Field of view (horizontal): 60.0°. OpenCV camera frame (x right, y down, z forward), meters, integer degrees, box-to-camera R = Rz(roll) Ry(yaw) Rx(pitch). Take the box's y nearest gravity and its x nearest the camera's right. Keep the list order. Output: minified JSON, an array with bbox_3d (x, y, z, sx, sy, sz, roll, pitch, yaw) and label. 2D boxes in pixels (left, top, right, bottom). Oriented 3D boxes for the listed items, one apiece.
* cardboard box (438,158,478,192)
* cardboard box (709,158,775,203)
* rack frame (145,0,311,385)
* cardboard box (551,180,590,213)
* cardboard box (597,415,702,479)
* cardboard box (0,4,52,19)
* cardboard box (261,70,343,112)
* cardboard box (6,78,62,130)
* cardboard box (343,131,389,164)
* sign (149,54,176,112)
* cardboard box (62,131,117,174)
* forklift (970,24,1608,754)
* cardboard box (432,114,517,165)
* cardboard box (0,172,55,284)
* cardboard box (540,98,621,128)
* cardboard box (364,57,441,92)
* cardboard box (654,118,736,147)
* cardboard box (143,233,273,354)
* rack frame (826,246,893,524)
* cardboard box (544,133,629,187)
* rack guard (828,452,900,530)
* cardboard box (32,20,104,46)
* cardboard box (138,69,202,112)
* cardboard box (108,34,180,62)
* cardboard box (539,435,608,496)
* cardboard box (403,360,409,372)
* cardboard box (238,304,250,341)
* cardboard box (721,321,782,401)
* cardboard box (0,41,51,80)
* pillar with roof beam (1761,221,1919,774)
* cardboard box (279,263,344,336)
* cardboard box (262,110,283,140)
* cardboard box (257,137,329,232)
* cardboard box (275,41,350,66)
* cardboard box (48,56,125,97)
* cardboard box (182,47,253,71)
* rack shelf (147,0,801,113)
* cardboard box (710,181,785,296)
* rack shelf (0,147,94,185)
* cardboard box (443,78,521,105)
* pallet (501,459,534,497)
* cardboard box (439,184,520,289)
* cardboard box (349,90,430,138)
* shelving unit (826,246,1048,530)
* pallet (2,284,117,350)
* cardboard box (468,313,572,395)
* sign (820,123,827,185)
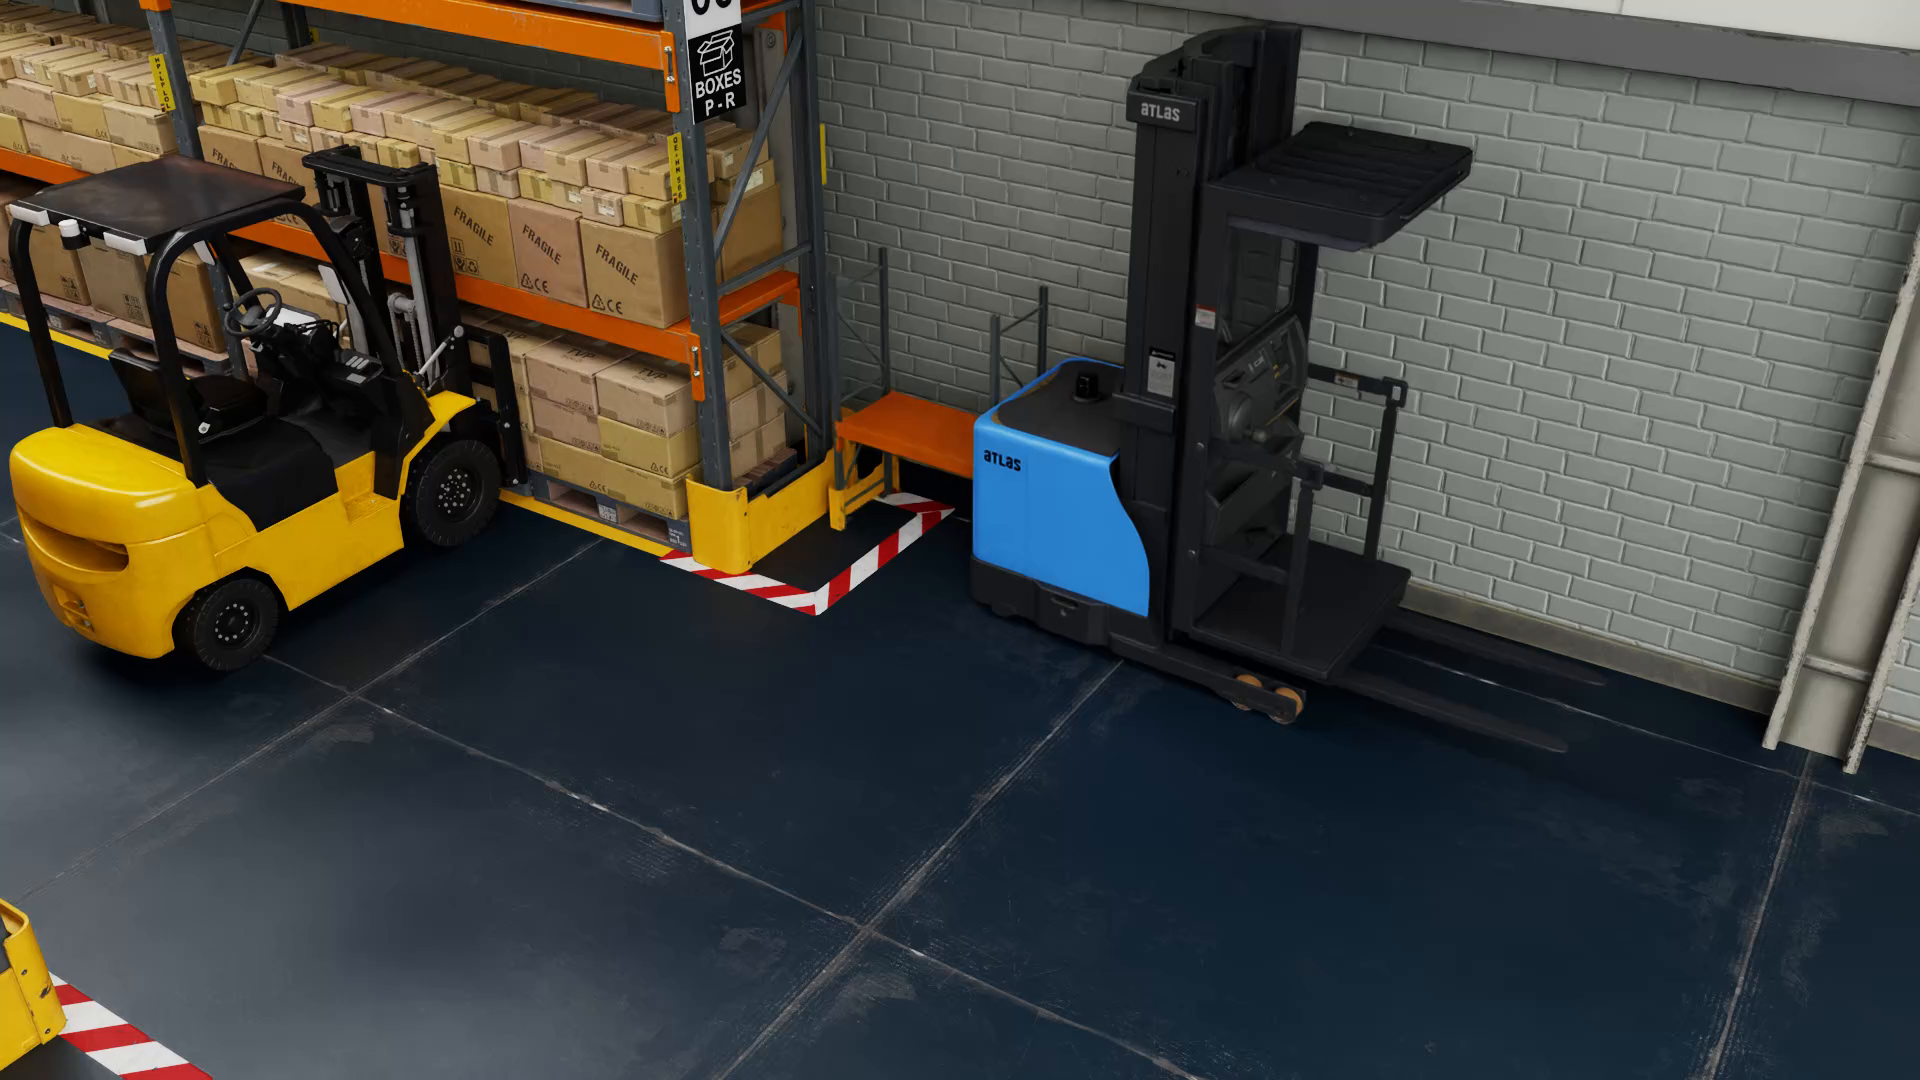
[{"bbox_3d":[-2.589,-2.028,9.007,0.250,0.149,0.380,18,35,28],"label":"cardboard box"},{"bbox_3d":[-1.196,-1.924,8.827,0.250,0.149,0.380,17,34,26],"label":"cardboard box"},{"bbox_3d":[-4.435,-2.470,10.507,0.127,3.000,1.000,18,35,27],"label":"rack frame"},{"bbox_3d":[-1.909,-1.847,8.696,0.250,0.149,0.380,18,35,28],"label":"cardboard box"},{"bbox_3d":[-1.625,-0.605,9.126,0.500,0.250,0.500,17,34,27],"label":"cardboard box"},{"bbox_3d":[-6.726,-3.711,11.891,0.250,0.149,0.380,17,34,26],"label":"cardboard box"},{"bbox_3d":[-3.832,-2.614,9.716,0.250,0.149,0.380,17,34,26],"label":"cardboard box"},{"bbox_3d":[-5.856,-2.918,10.928,0.500,0.250,0.500,18,35,28],"label":"cardboard box"},{"bbox_3d":[-3.236,-2.241,9.371,0.250,0.149,0.380,16,34,26],"label":"cardboard box"},{"bbox_3d":[-4.715,-2.702,9.834,0.005,0.325,0.100,18,35,27],"label":"sign"},{"bbox_3d":[-5.429,-2.561,10.812,0.500,0.250,0.500,17,34,27],"label":"cardboard box"},{"bbox_3d":[1.558,-0.713,7.564,3.031,2.935,1.130,19,35,29],"label":"forklift"},{"bbox_3d":[-2.596,-2.156,8.930,0.250,0.149,0.380,18,35,28],"label":"cardboard box"},{"bbox_3d":[-6.744,-2.353,12.246,0.625,0.625,0.875,19,35,29],"label":"cardboard box"},{"bbox_3d":[-2.091,-2.313,9.200,0.250,0.149,0.380,19,35,29],"label":"cardboard box"},{"bbox_3d":[-3.337,-2.775,9.992,0.250,0.149,0.380,17,34,26],"label":"cardboard box"},{"bbox_3d":[-1.410,-2.130,8.885,0.250,0.149,0.380,19,35,29],"label":"cardboard box"},{"bbox_3d":[-4.882,-1.761,11.231,0.625,0.625,0.875,19,35,29],"label":"cardboard box"},{"bbox_3d":[-0.544,-0.833,9.190,0.032,1.500,0.500,19,35,29],"label":"rack frame"},{"bbox_3d":[-1.924,-1.968,8.608,0.250,0.149,0.380,18,35,28],"label":"cardboard box"},{"bbox_3d":[-0.543,-0.293,9.504,0.087,0.250,0.587,19,35,29],"label":"rack guard"},{"bbox_3d":[-6.129,-3.461,11.463,0.250,0.149,0.380,19,35,29],"label":"cardboard box"},{"bbox_3d":[-4.842,-2.790,10.313,0.250,0.149,0.380,19,35,29],"label":"cardboard box"},{"bbox_3d":[-5.453,-3.278,11.149,0.250,0.149,0.380,18,35,27],"label":"cardboard box"},{"bbox_3d":[-2.029,-0.521,9.478,0.500,0.250,0.500,18,35,27],"label":"cardboard box"},{"bbox_3d":[-2.914,-1.009,9.819,0.500,0.250,0.500,17,35,27],"label":"cardboard box"},{"bbox_3d":[-4.189,-1.418,10.521,0.500,0.250,0.500,17,34,27],"label":"cardboard box"},{"bbox_3d":[-1.353,-1.034,9.365,0.500,0.250,0.500,17,34,27],"label":"cardboard box"},{"bbox_3d":[-6.206,-3.158,10.943,0.250,0.149,0.380,17,34,26],"label":"cardboard box"},{"bbox_3d":[1.636,-1.116,2.233,0.400,9.000,9.100,18,35,27],"label":"pillar with roof beam"},{"bbox_3d":[-3.764,-1.491,10.149,0.500,0.250,0.500,18,35,27],"label":"cardboard box"},{"bbox_3d":[-3.849,-2.469,9.763,0.250,0.149,0.380,17,35,27],"label":"cardboard box"},{"bbox_3d":[-3.748,-2.151,9.860,0.500,0.500,0.500,18,35,28],"label":"cardboard box"},{"bbox_3d":[-4.004,-2.965,10.318,0.250,0.149,0.380,18,35,27],"label":"cardboard box"},{"bbox_3d":[-5.543,-2.954,10.593,0.250,0.149,0.380,16,34,26],"label":"cardboard box"},{"bbox_3d":[-4.818,-3.073,10.799,0.250,0.149,0.380,16,34,26],"label":"cardboard box"},{"bbox_3d":[-2.741,-2.919,9.014,4.000,0.370,1.077,18,35,27],"label":"rack shelf"},{"bbox_3d":[-1.319,-1.693,9.076,0.500,0.500,0.500,19,35,29],"label":"cardboard box"},{"bbox_3d":[-6.129,-2.695,11.607,4.000,0.370,1.077,18,35,27],"label":"rack shelf"},{"bbox_3d":[-2.738,-2.527,9.567,0.250,0.149,0.380,19,35,29],"label":"cardboard box"},{"bbox_3d":[-2.746,-0.708,10.255,1.213,0.211,1.003,18,35,27],"label":"pallet"},{"bbox_3d":[-2.472,-1.742,9.159,0.500,0.500,0.500,17,34,26],"label":"cardboard box"},{"bbox_3d":[-3.189,-2.399,9.347,0.250,0.149,0.380,17,34,27],"label":"cardboard box"},{"bbox_3d":[-0.129,-0.693,8.950,1.083,1.500,0.587,19,35,29],"label":"shelving unit"},{"bbox_3d":[-6.117,-1.773,12.079,1.213,0.211,1.003,18,35,27],"label":"pallet"},{"bbox_3d":[-2.471,-1.080,9.444,0.500,0.250,0.500,18,35,28],"label":"cardboard box"},{"bbox_3d":[-0.747,-2.042,8.836,0.005,0.325,0.100,18,35,27],"label":"sign"}]
